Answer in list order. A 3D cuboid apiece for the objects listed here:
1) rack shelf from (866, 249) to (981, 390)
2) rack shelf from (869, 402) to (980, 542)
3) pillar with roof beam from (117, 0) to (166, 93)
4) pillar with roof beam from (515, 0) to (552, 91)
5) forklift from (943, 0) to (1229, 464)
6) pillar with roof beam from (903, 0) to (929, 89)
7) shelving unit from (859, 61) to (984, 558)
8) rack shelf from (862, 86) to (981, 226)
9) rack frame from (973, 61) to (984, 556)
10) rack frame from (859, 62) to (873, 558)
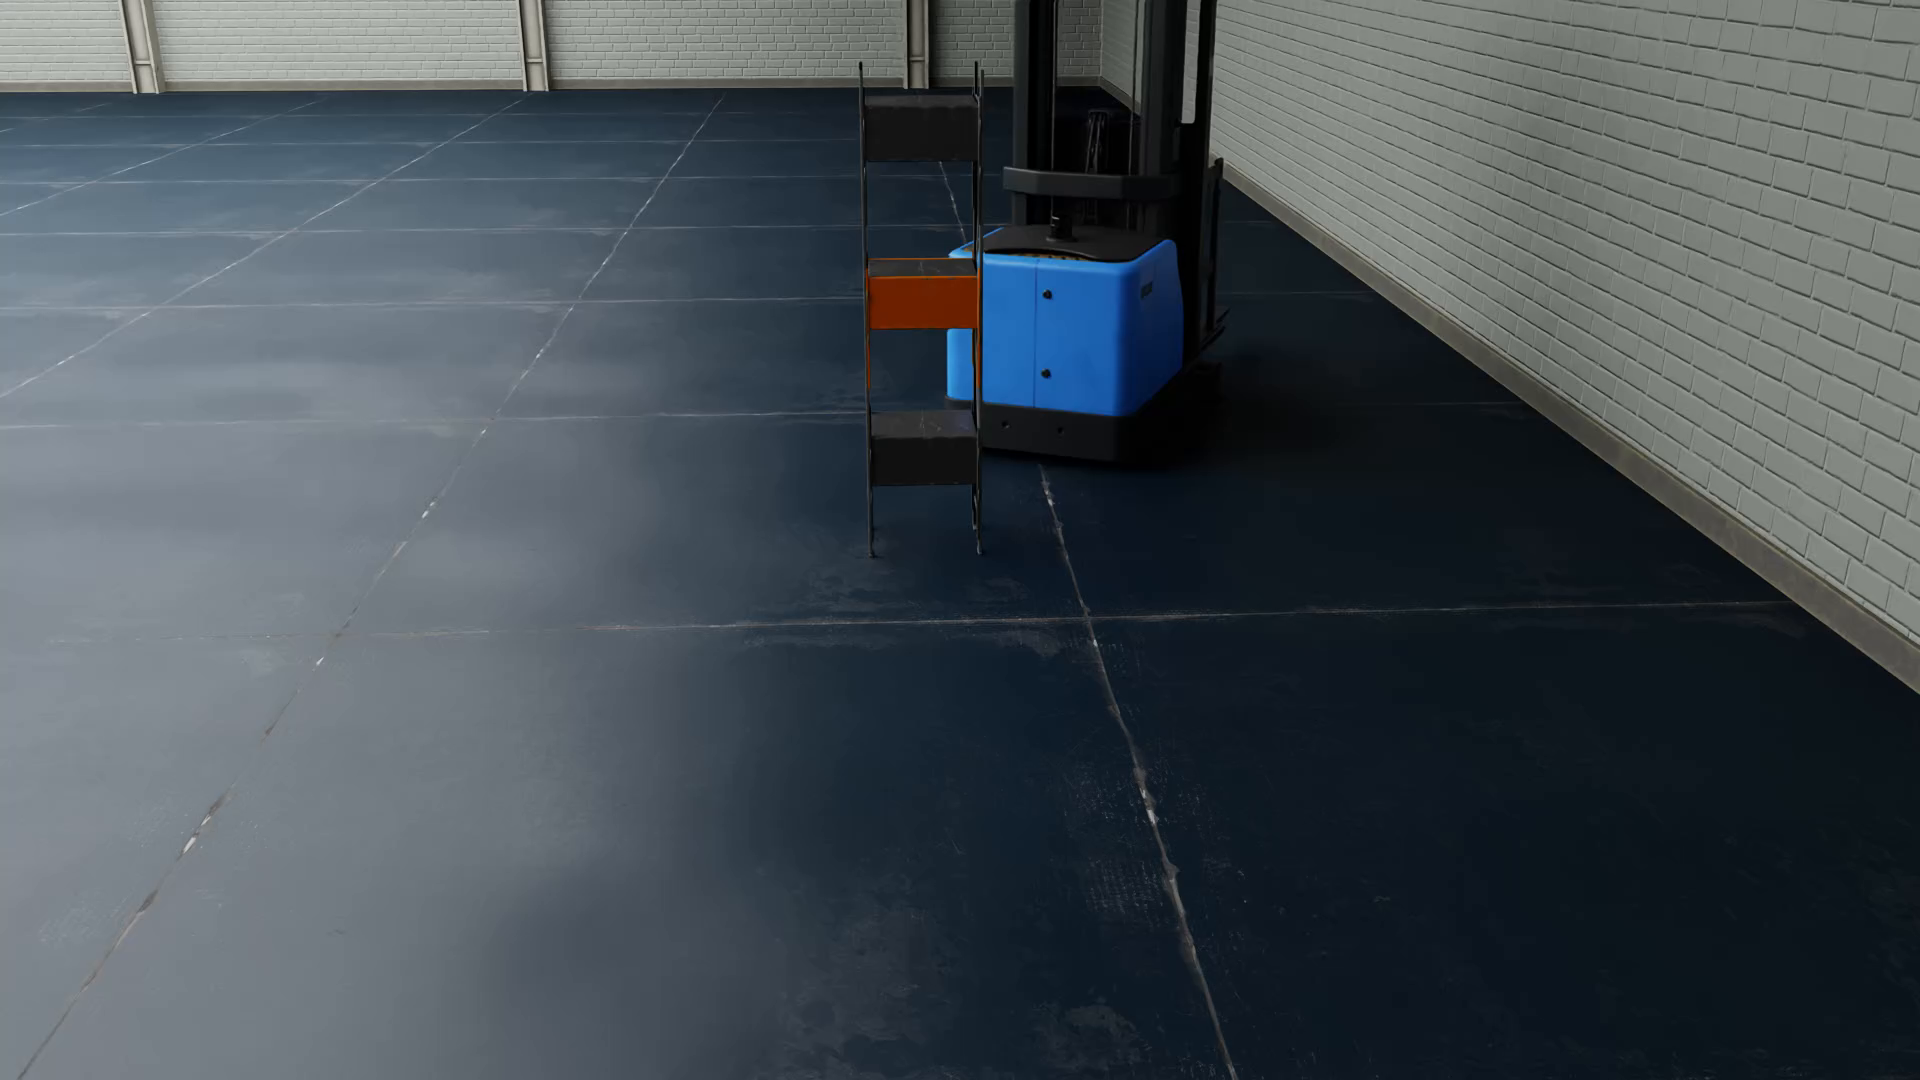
[{"bbox_3d":[-0.165,-0.965,7.243,0.480,0.518,0.431,-1,21,-3],"label":"rack shelf"},{"bbox_3d":[-0.165,-0.311,7.492,0.480,0.518,0.431,-1,21,-3],"label":"rack shelf"},{"bbox_3d":[-12.434,-9.687,20.418,0.400,9.000,9.100,-1,21,-3],"label":"pillar with roof beam"},{"bbox_3d":[-6.444,-9.809,20.738,0.400,9.000,9.100,-1,21,-3],"label":"pillar with roof beam"},{"bbox_3d":[0.918,-2.247,9.403,1.130,2.935,3.031,8,22,20],"label":"forklift"},{"bbox_3d":[-0.454,-9.931,21.058,0.400,9.000,9.100,-1,21,-3],"label":"pillar with roof beam"},{"bbox_3d":[-0.165,-0.978,7.239,0.503,2.100,0.431,-1,21,-3],"label":"shelving unit"},{"bbox_3d":[-0.165,-1.619,6.994,0.480,0.518,0.431,-1,21,-3],"label":"rack shelf"},{"bbox_3d":[0.078,-0.983,7.252,0.015,2.100,0.400,-1,21,-3],"label":"rack frame"},{"bbox_3d":[-0.409,-0.973,7.226,0.015,2.100,0.400,-1,21,-3],"label":"rack frame"}]
